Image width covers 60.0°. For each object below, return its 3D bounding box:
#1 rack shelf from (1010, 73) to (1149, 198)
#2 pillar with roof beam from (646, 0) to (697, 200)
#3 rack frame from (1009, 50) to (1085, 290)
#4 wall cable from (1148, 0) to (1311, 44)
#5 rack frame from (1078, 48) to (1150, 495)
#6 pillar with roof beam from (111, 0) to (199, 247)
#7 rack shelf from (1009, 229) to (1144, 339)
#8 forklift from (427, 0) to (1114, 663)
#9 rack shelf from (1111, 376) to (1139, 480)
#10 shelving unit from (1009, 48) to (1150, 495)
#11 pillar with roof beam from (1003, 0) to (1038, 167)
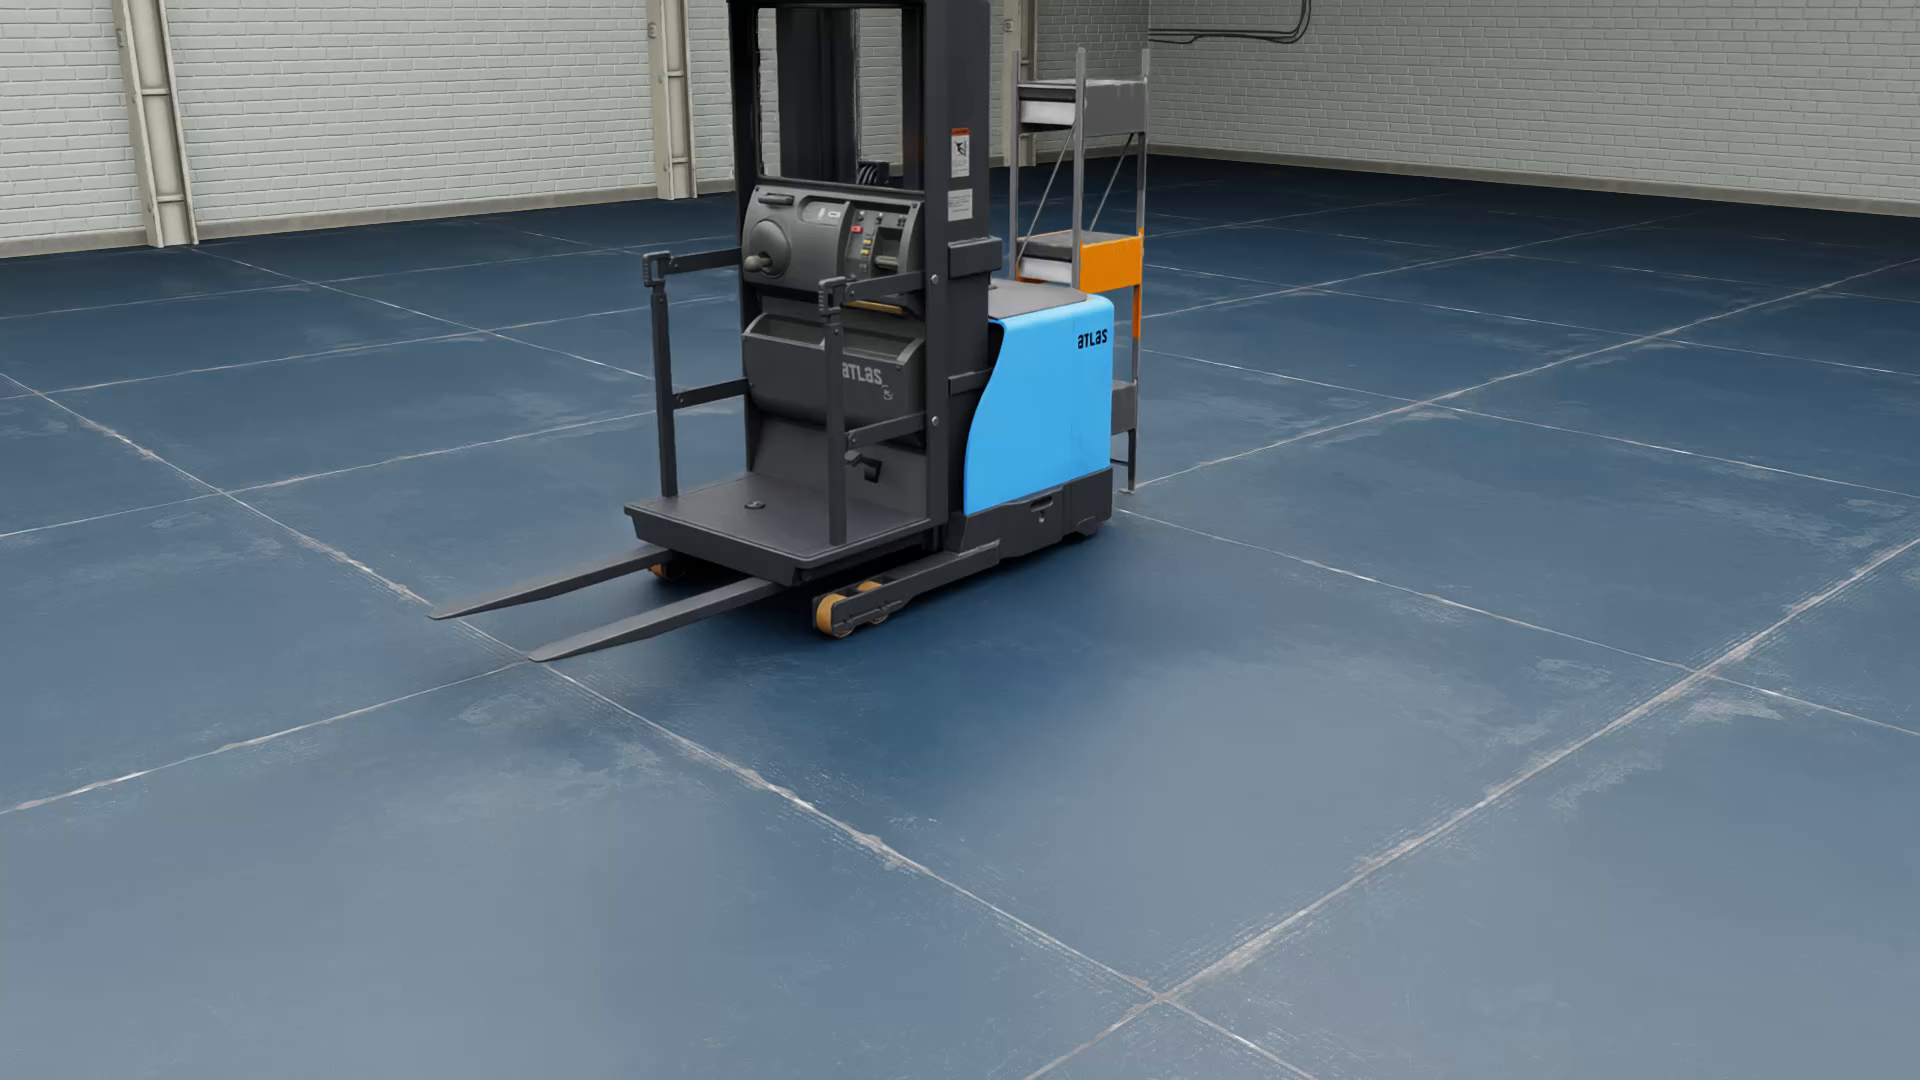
[{"bbox_3d":[0.545,-1.860,7.591,0.431,0.518,0.480,15,23,39],"label":"rack shelf"},{"bbox_3d":[-0.533,-7.541,16.153,0.400,9.000,9.100,-16,24,-41],"label":"pillar with roof beam"},{"bbox_3d":[0.384,-1.150,7.628,0.400,2.100,0.015,15,23,39],"label":"rack frame"},{"bbox_3d":[3.918,-8.628,24.540,0.112,2.526,3.097,-16,24,-41],"label":"wall cable"},{"bbox_3d":[0.706,-1.264,7.977,0.400,2.100,0.015,15,23,39],"label":"rack frame"},{"bbox_3d":[-4.893,-6.270,12.232,0.400,9.000,9.100,-16,24,-41],"label":"pillar with roof beam"},{"bbox_3d":[0.545,-1.194,7.807,0.431,0.518,0.480,15,23,39],"label":"rack shelf"},{"bbox_3d":[-0.656,-1.197,6.425,1.130,2.935,3.031,15,23,39],"label":"forklift"},{"bbox_3d":[0.545,-0.528,8.023,0.431,0.518,0.480,15,23,39],"label":"rack shelf"},{"bbox_3d":[0.545,-1.207,7.803,0.431,2.100,0.503,15,23,39],"label":"shelving unit"},{"bbox_3d":[3.826,-8.813,20.075,0.400,9.000,9.100,-16,24,-41],"label":"pillar with roof beam"}]
